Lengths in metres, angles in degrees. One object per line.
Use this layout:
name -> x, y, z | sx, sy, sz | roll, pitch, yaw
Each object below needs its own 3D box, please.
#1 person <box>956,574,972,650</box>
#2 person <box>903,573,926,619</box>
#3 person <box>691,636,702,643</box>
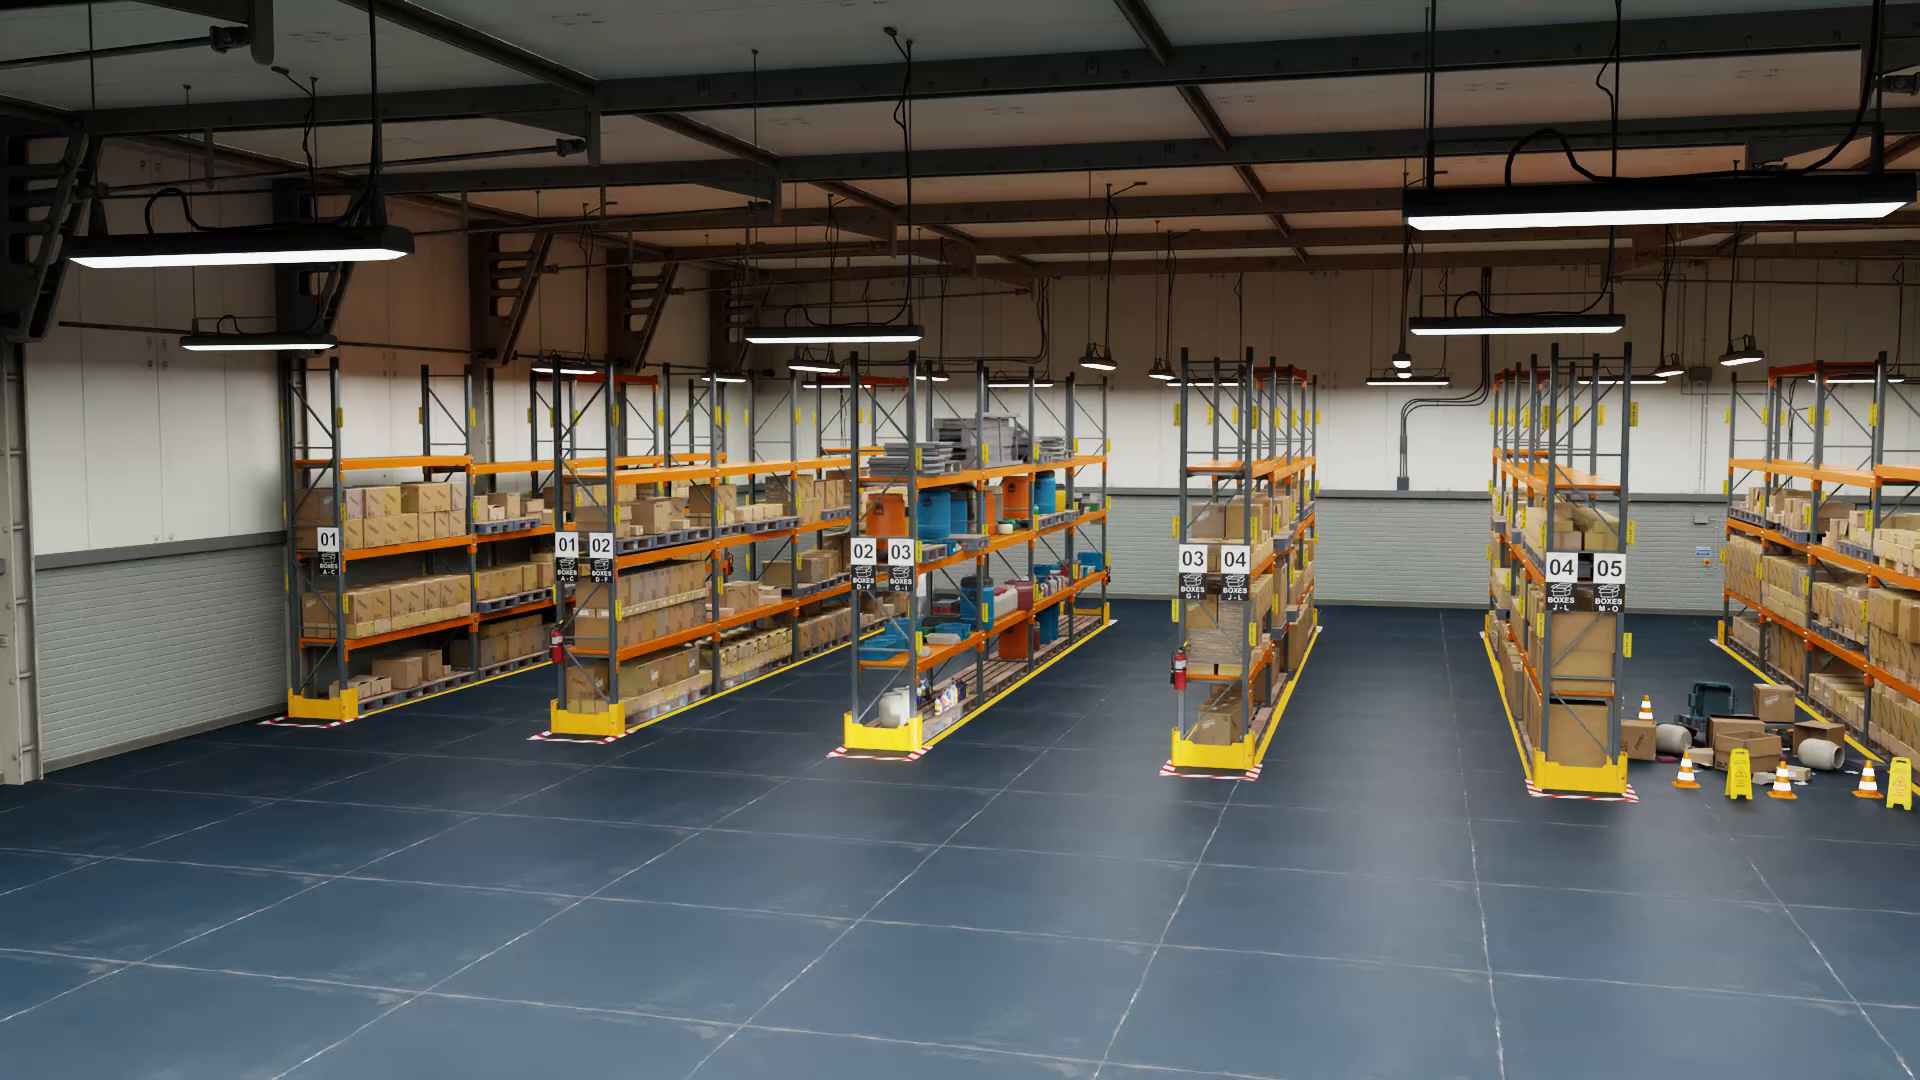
person -> 0.167, 1.552, 35.935 | 0.532, 1.640, 0.795 | 2, 5, 22
person -> -1.028, 1.319, 38.657 | 0.583, 1.732, 0.872 | 2, 4, 20
person -> -5.372, 1.597, 34.146 | 0.497, 1.774, 0.662 | 1, 4, 19
